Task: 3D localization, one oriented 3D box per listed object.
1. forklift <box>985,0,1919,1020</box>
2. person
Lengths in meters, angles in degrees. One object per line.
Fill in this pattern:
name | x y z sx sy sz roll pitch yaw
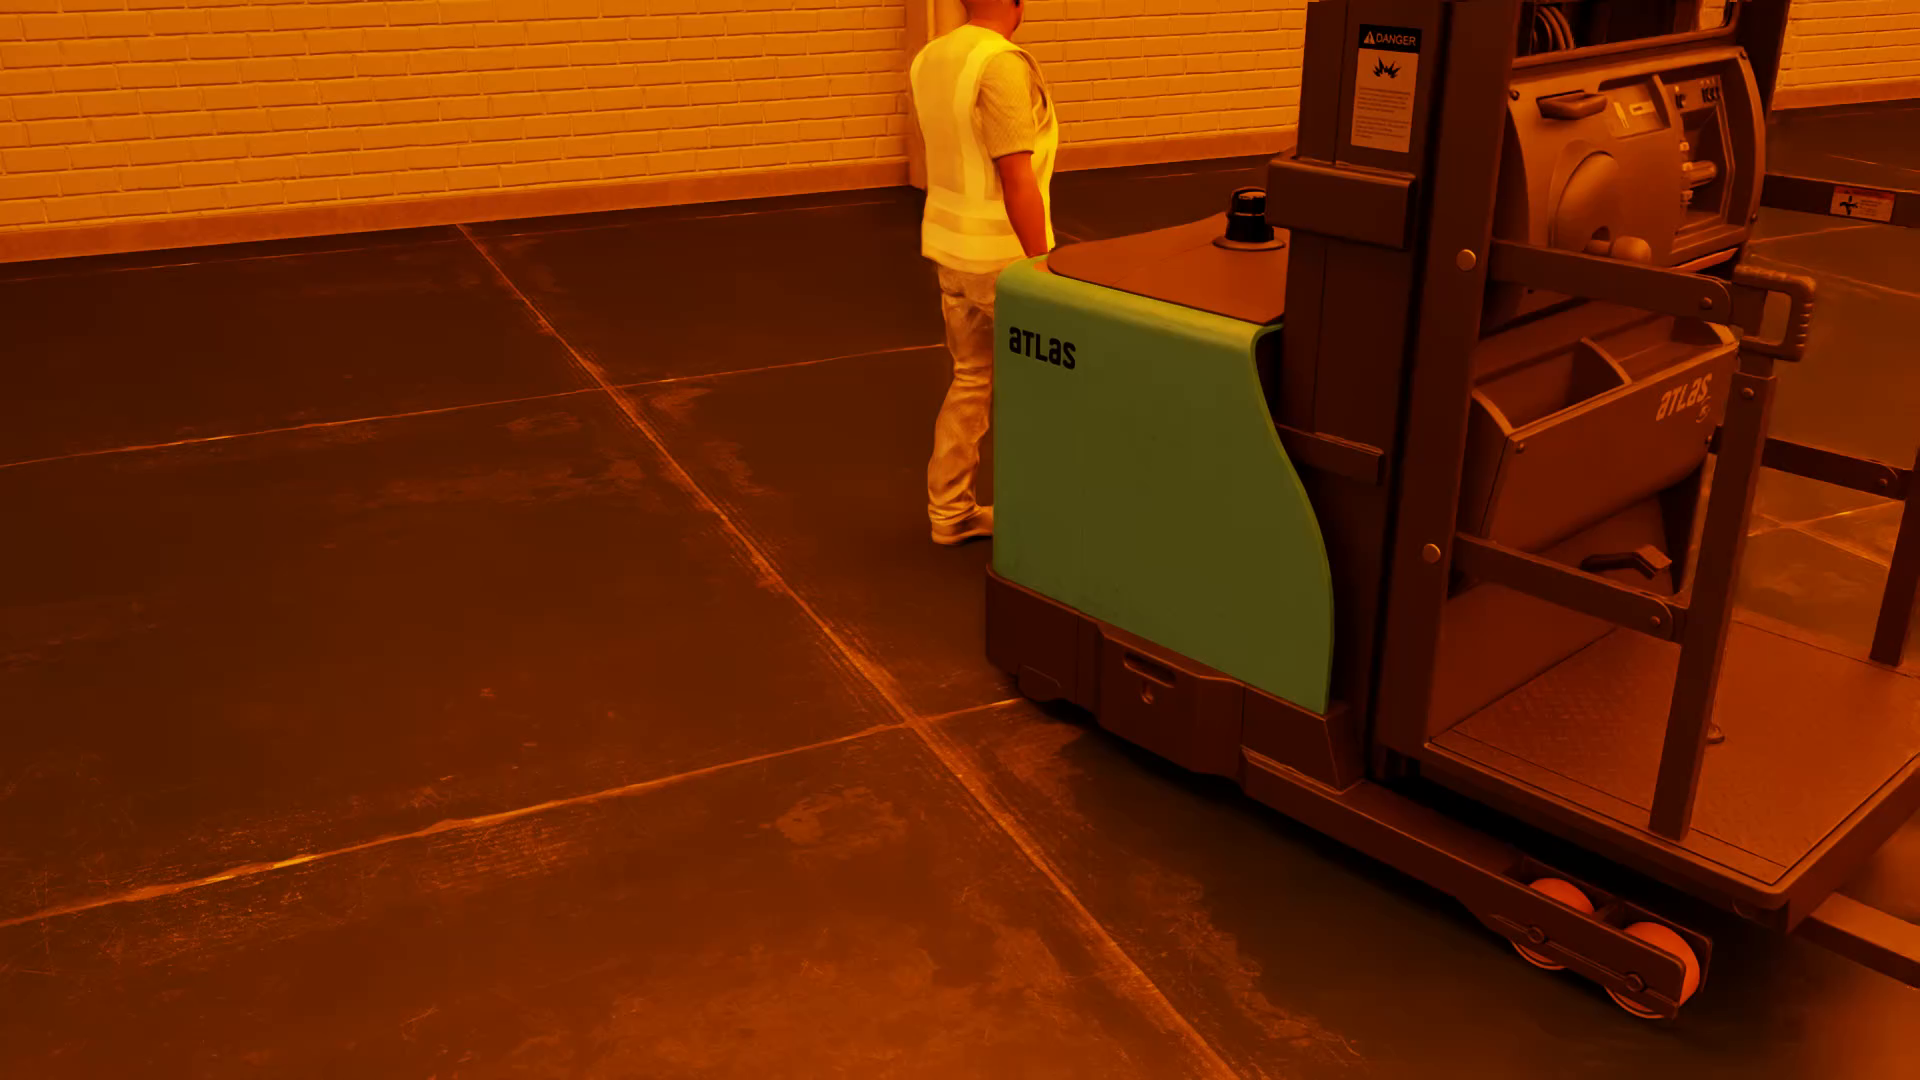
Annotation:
forklift | 1.431 -0.709 2.992 1.130 2.935 3.031 -19 29 -39
person | 0.181 -0.850 4.863 0.582 1.778 0.729 -13 26 -28
